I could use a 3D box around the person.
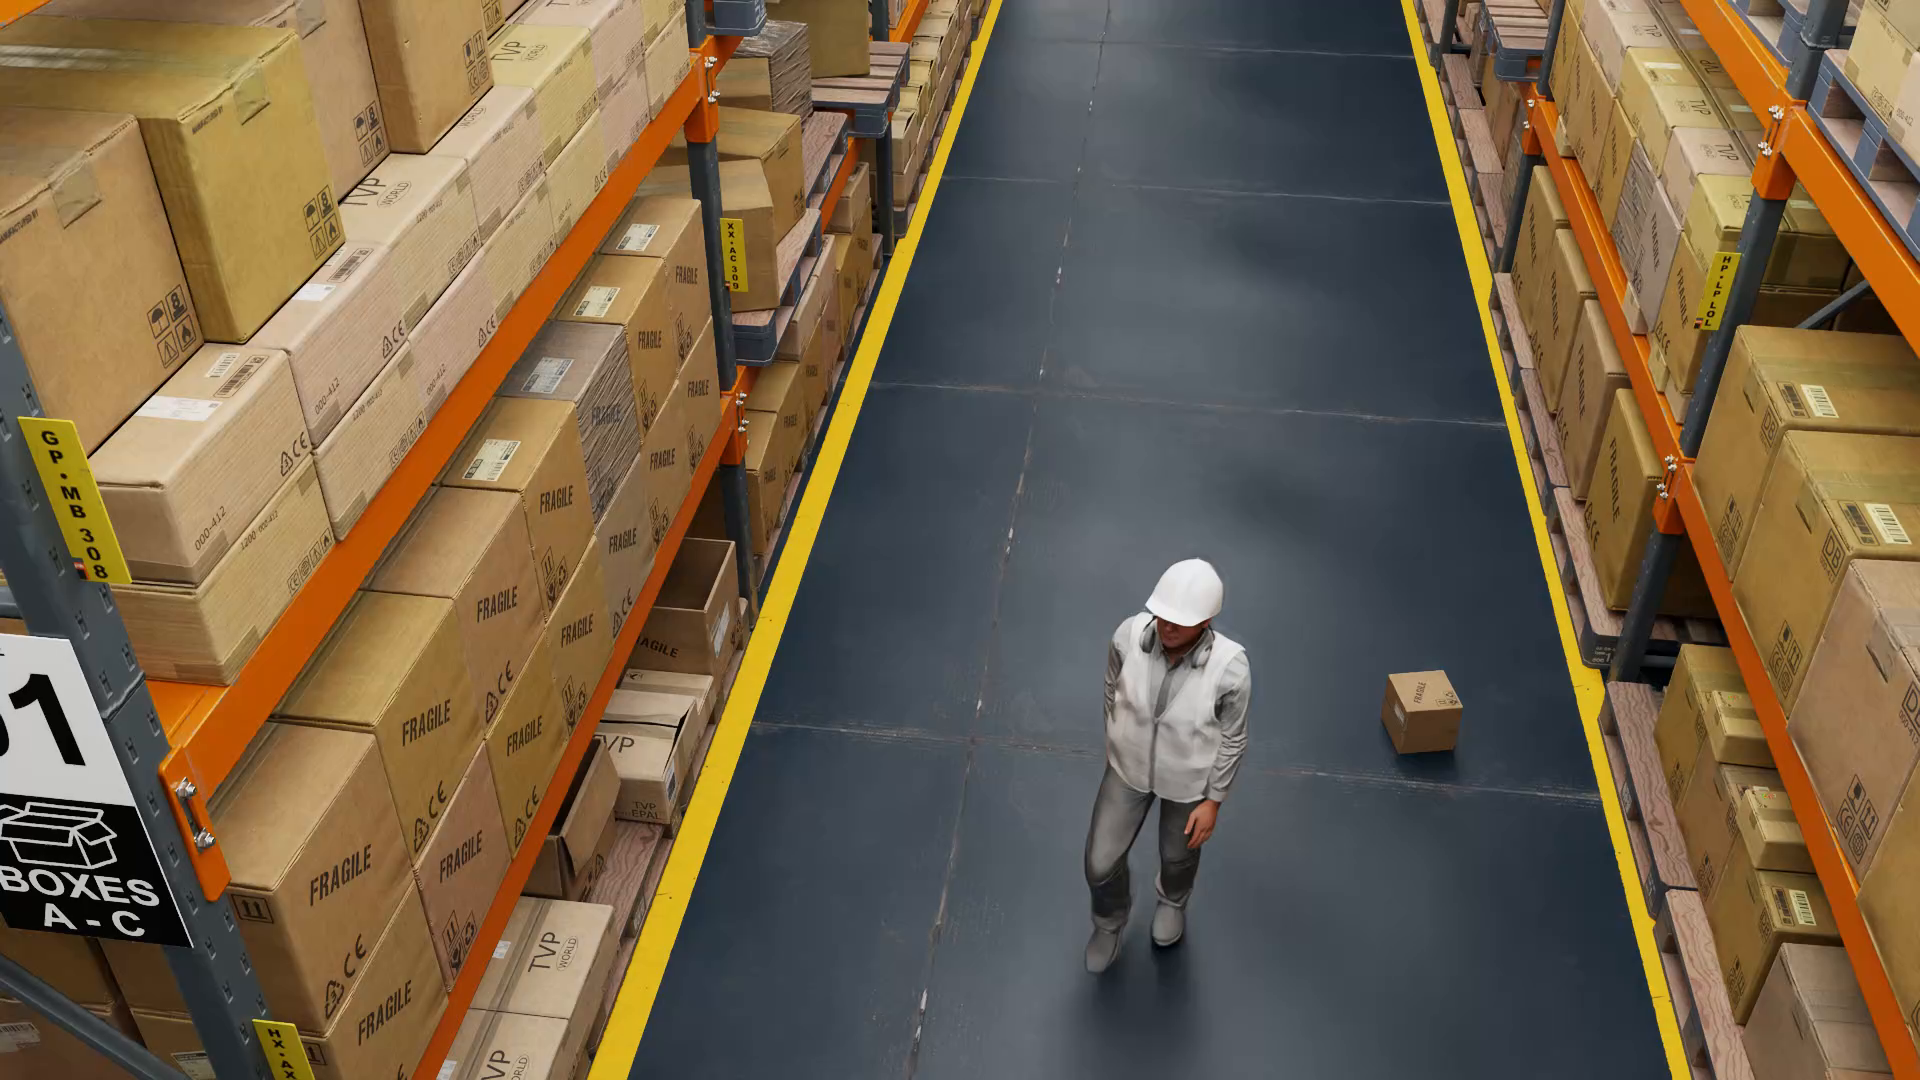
[{"bbox_3d":[0.725,0.833,5.881,0.549,1.831,0.537,14,38,19],"label":"person"}]
